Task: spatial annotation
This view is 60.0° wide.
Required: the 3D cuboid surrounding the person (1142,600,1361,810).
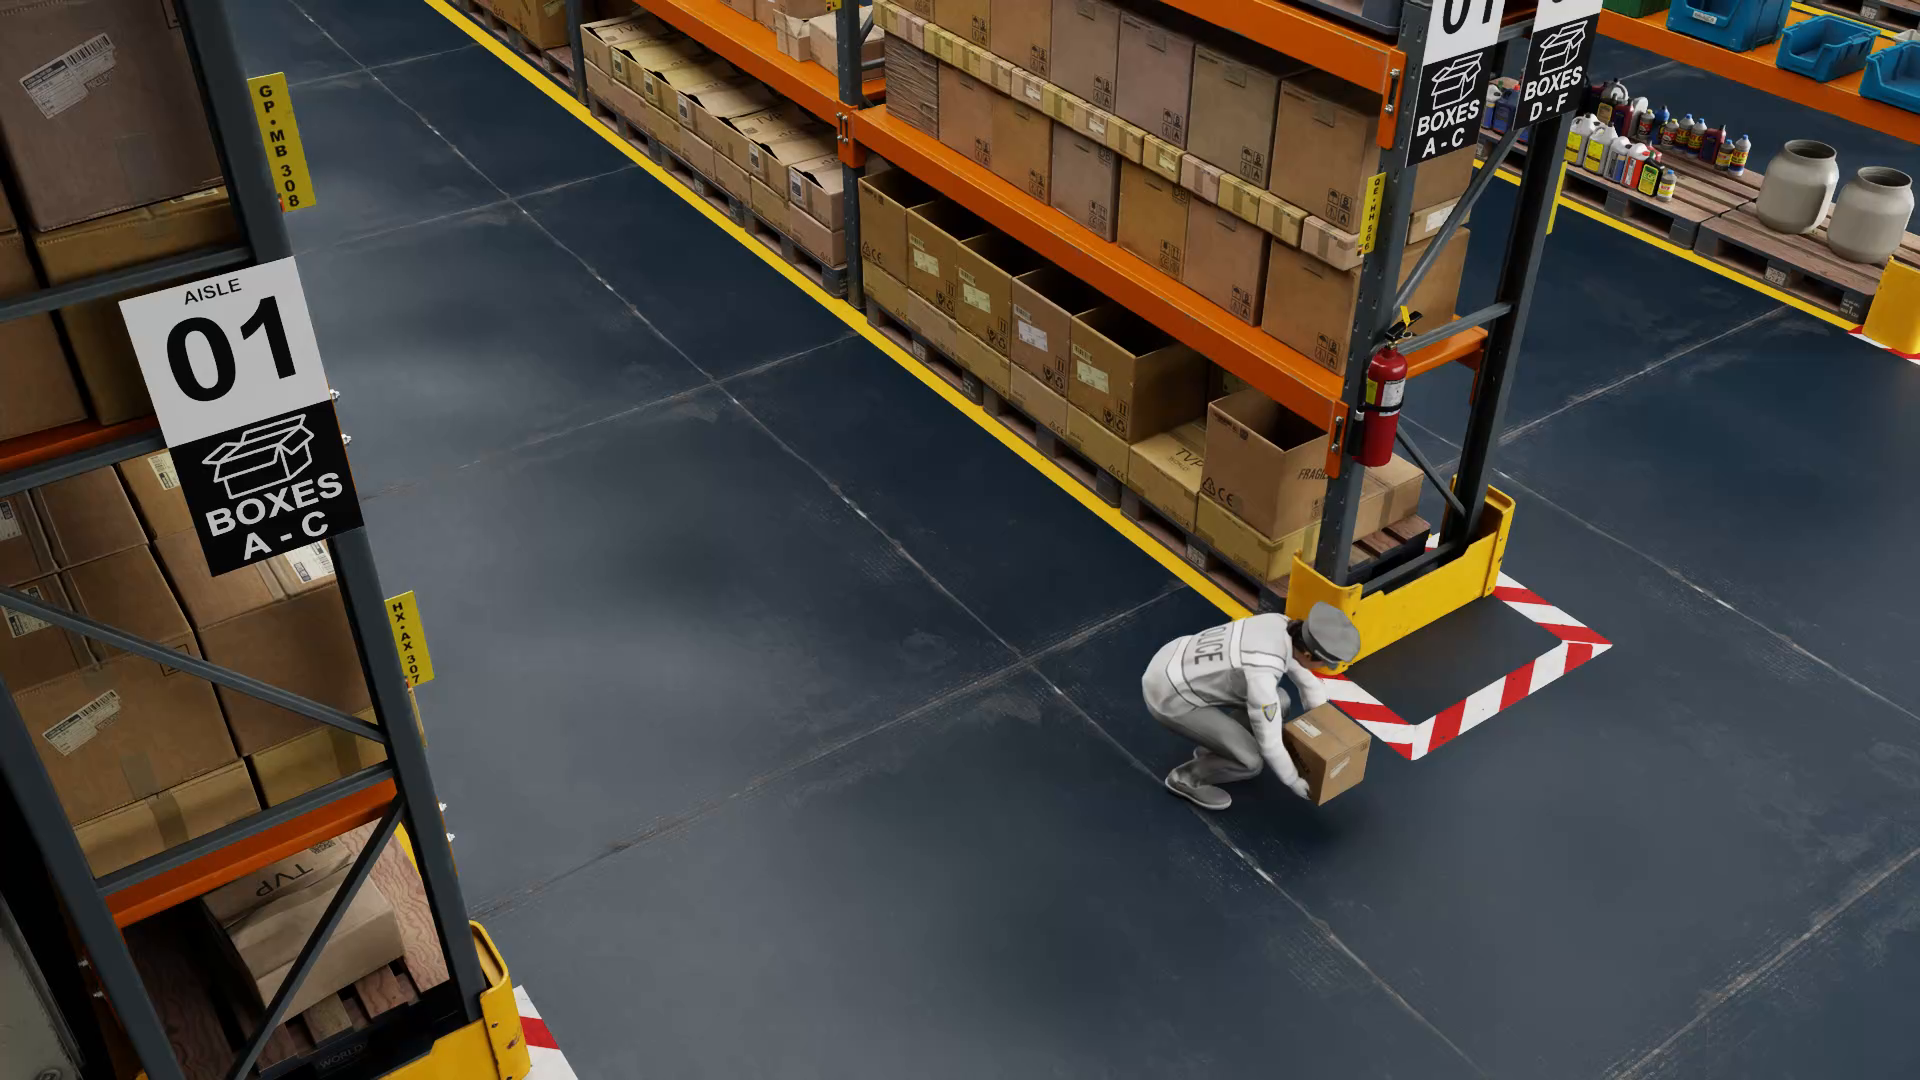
[{"bbox_3d":[1.163,0.634,6.727,0.831,0.979,0.490,16,39,20],"label":"person"}]
